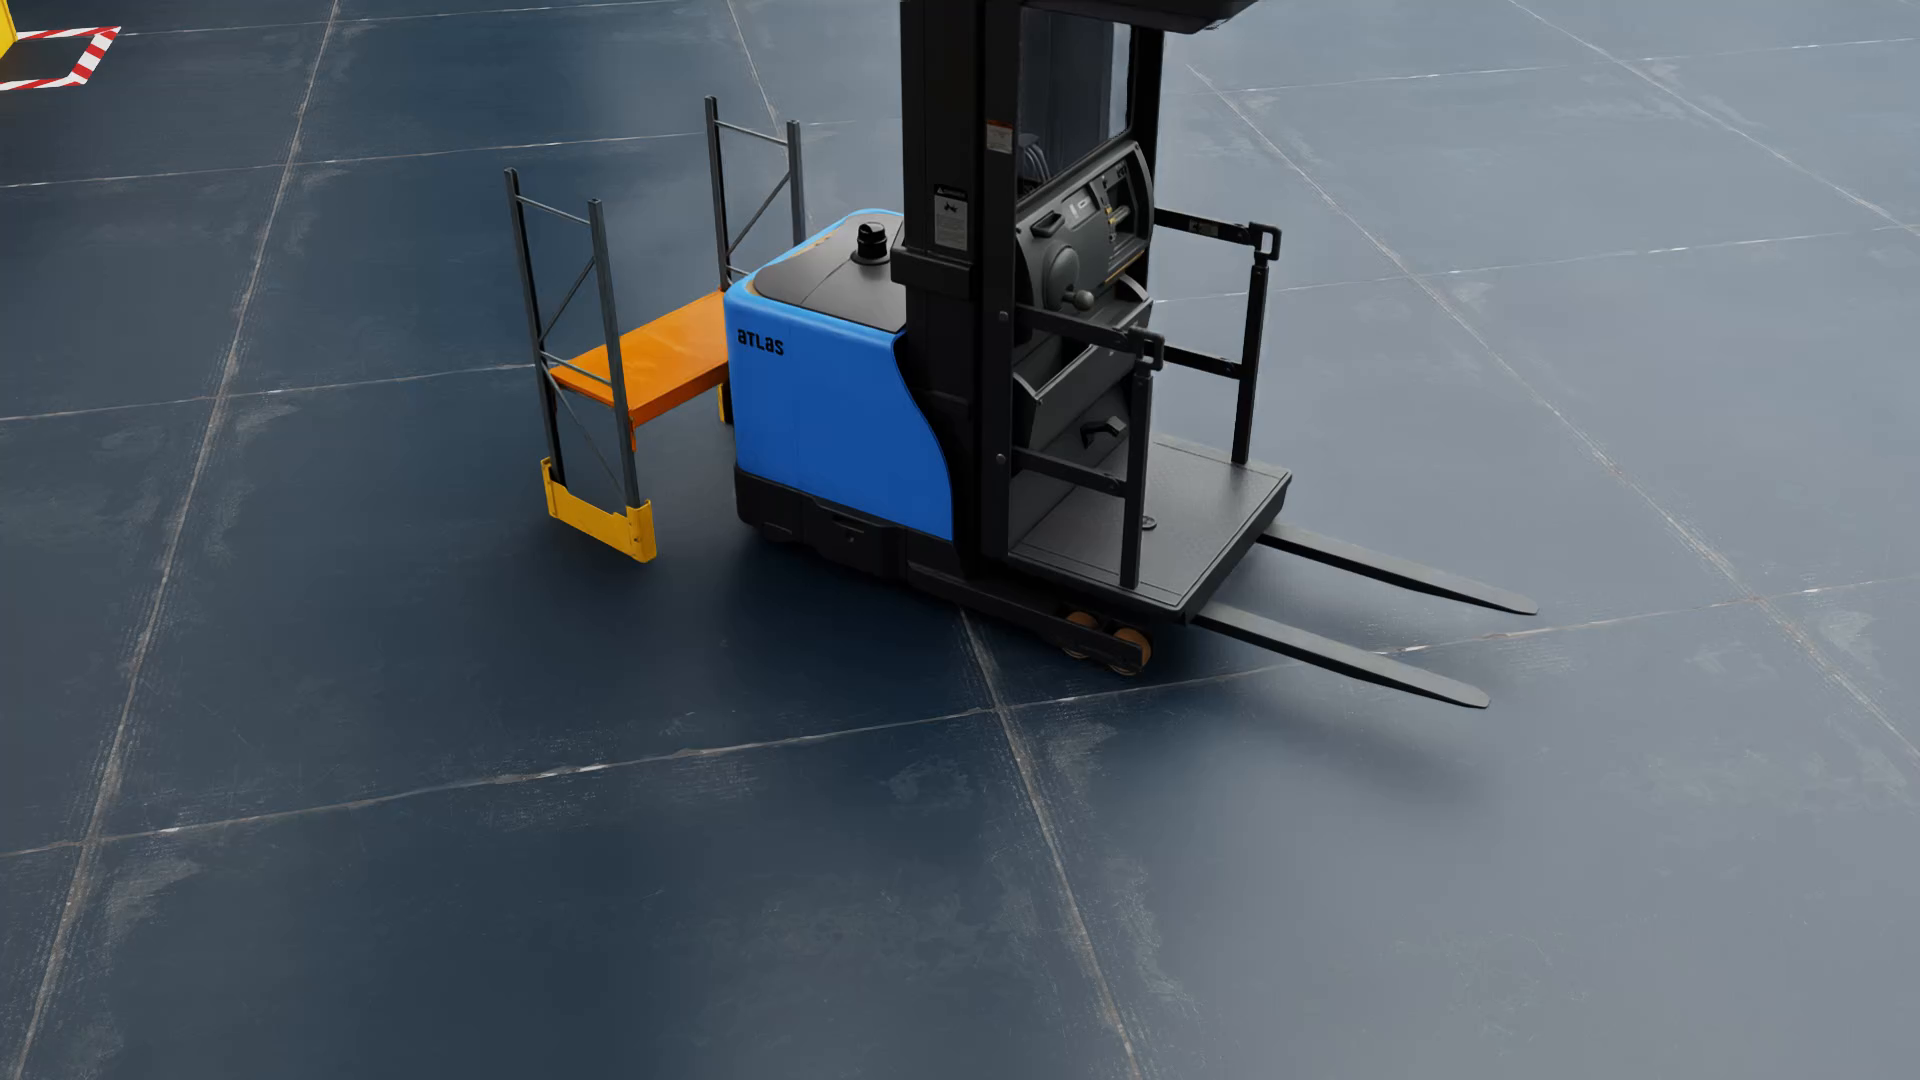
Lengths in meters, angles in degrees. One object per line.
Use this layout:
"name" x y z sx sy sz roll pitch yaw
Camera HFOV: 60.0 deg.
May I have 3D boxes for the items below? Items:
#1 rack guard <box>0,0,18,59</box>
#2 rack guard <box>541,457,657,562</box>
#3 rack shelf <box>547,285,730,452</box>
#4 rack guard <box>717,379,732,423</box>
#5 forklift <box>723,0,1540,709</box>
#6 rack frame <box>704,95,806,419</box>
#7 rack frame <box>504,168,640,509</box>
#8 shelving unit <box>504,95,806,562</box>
"rack guard" -6.991 -3.592 11.654 0.348 0.500 1.175 -7 35 -11
"rack guard" -1.461 -0.130 6.719 0.587 0.250 0.087 24 41 31
"rack shelf" -1.147 -0.721 6.802 0.538 0.185 1.000 24 41 31
"rack guard" -0.843 -0.565 7.368 0.587 0.250 0.087 24 41 31
"forklift" 0.621 -1.067 5.710 3.031 2.935 1.130 18 38 25
"rack frame" -0.831 -1.093 7.032 0.500 1.500 0.032 24 41 31
"rack frame" -1.462 -0.648 6.370 0.500 1.500 0.032 24 41 31
"shelving unit" -1.152 -0.867 6.695 0.587 1.500 1.083 24 41 31
